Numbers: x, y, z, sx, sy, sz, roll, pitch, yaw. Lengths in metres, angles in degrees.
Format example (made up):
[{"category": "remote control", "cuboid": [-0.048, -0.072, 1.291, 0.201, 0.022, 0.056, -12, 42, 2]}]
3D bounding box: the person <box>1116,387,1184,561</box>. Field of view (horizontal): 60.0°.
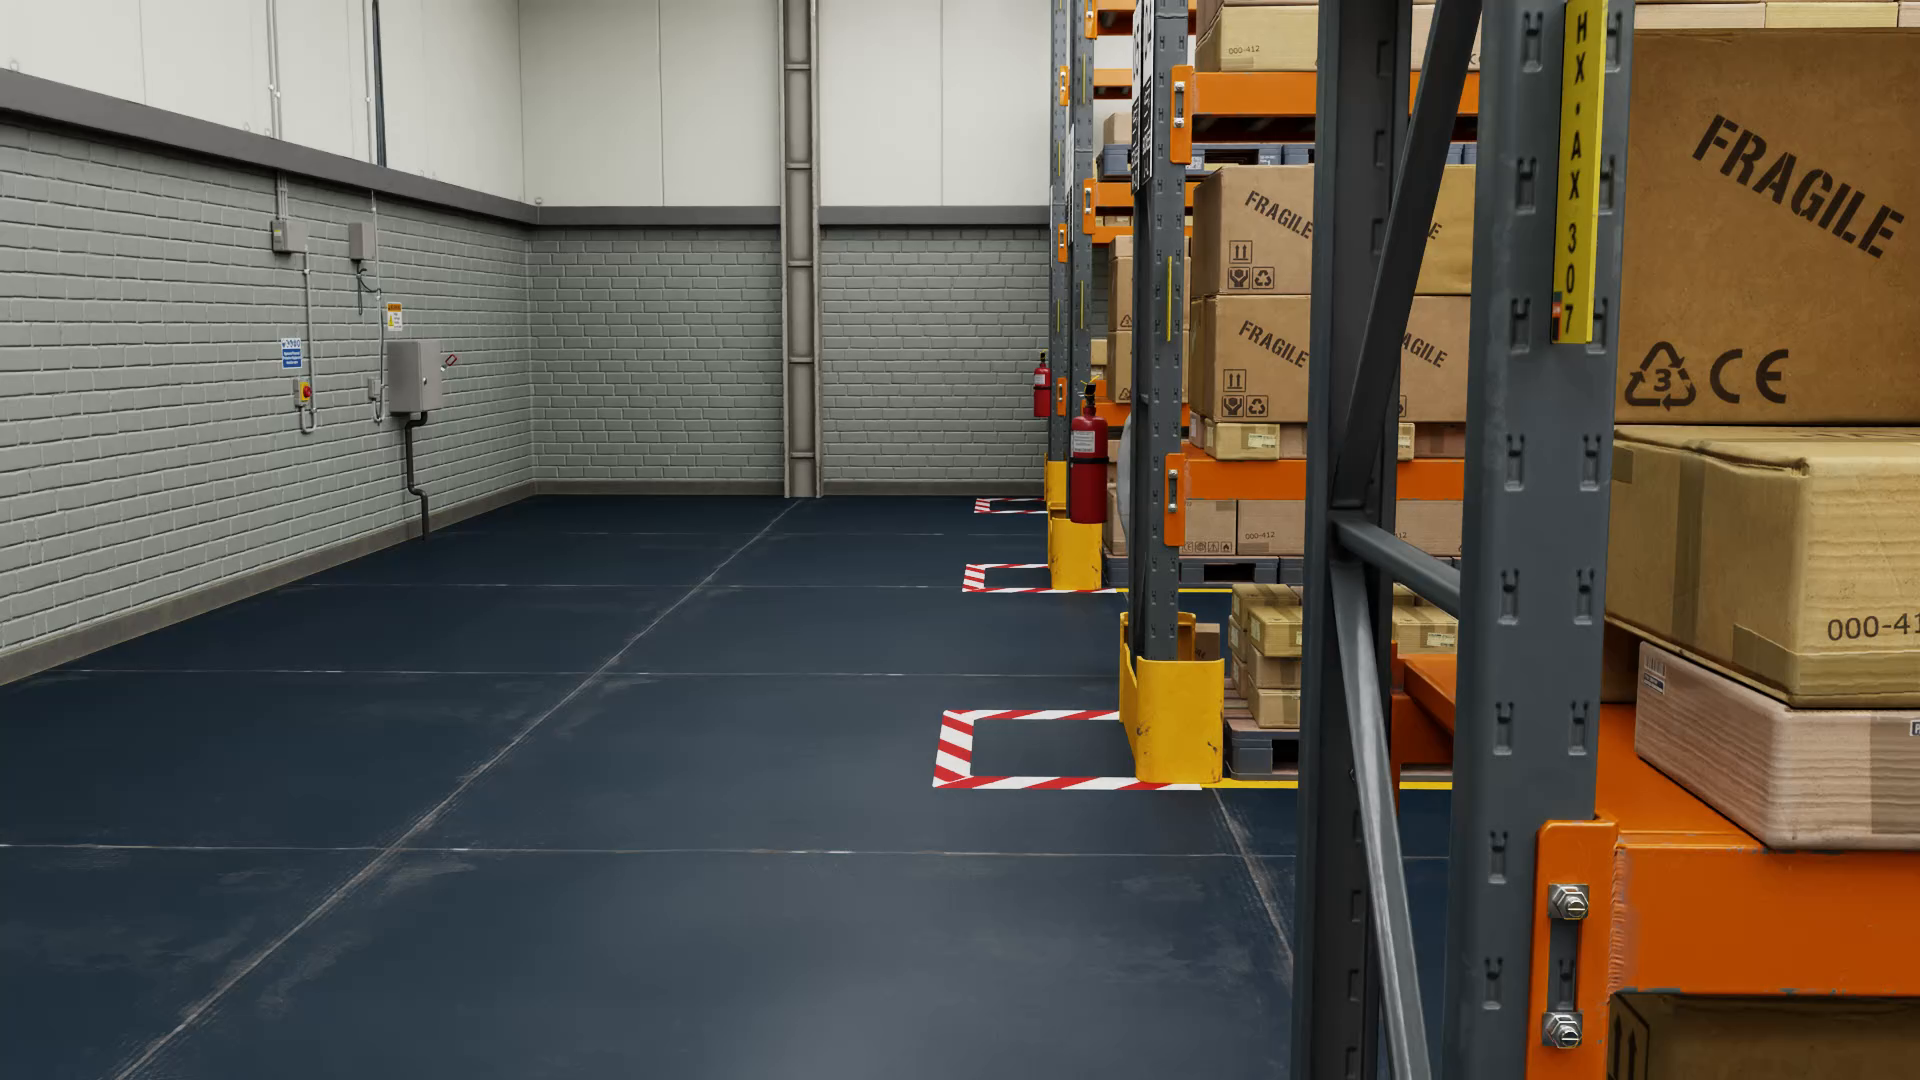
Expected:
[{"category": "person", "cuboid": [1.006, -0.124, 8.754, 0.370, 1.671, 0.514, 1, 7, 6]}]
